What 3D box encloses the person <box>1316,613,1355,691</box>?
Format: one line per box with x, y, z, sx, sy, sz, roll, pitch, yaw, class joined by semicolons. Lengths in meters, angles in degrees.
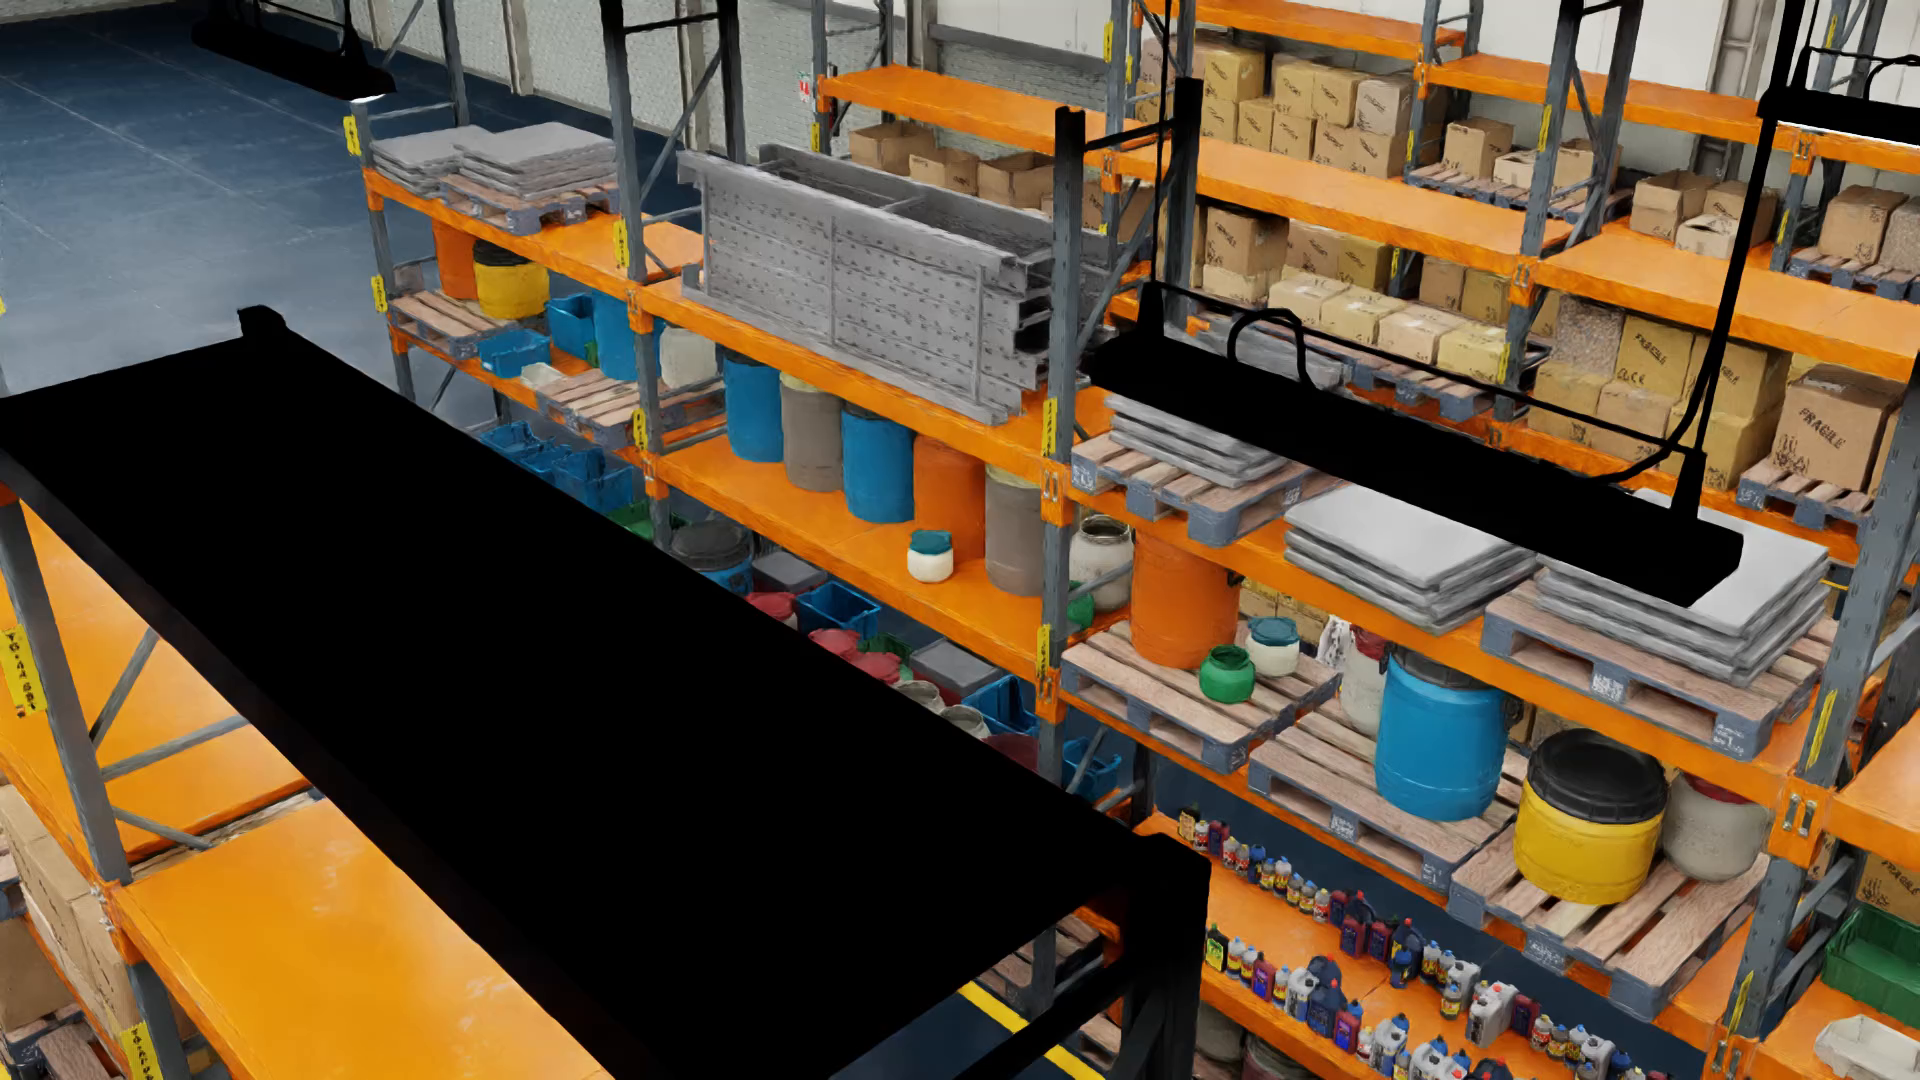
3.077;1.014;13.197;0.517;1.675;0.413;8;29;14;person
